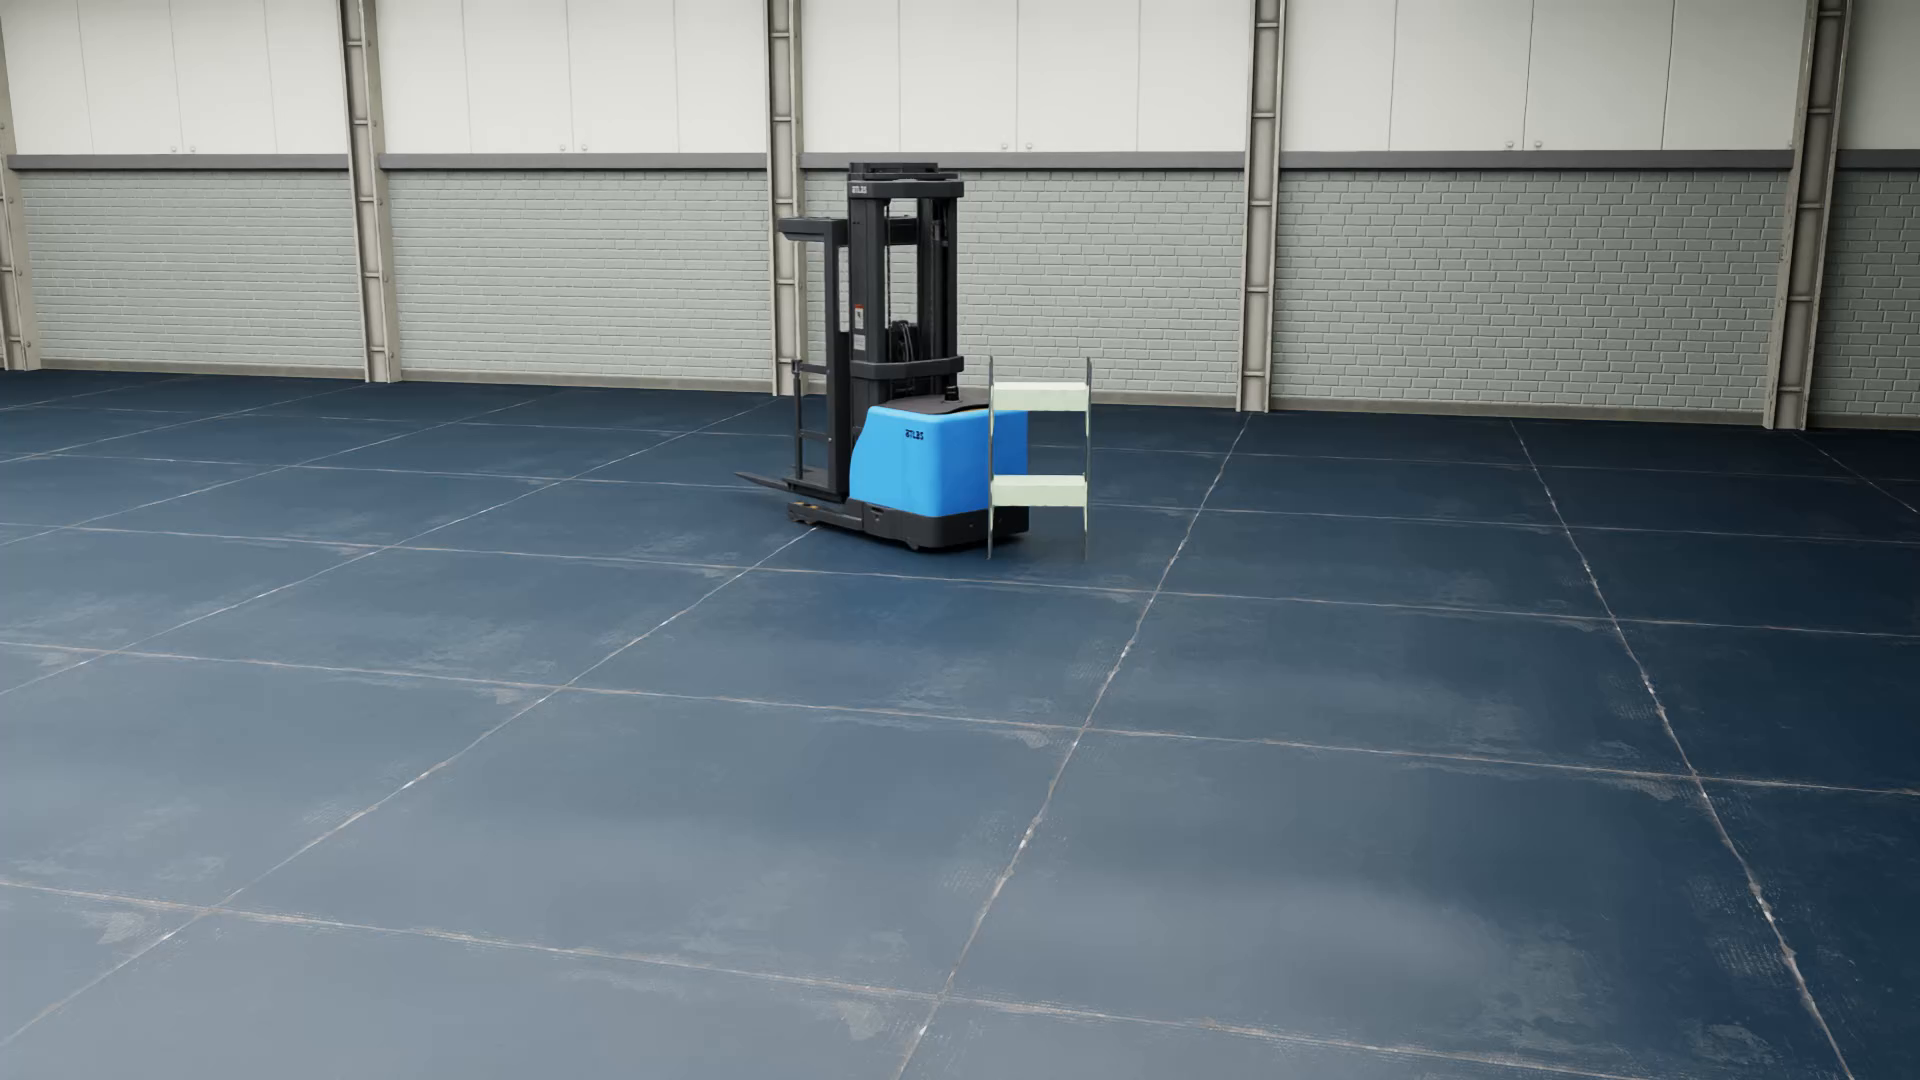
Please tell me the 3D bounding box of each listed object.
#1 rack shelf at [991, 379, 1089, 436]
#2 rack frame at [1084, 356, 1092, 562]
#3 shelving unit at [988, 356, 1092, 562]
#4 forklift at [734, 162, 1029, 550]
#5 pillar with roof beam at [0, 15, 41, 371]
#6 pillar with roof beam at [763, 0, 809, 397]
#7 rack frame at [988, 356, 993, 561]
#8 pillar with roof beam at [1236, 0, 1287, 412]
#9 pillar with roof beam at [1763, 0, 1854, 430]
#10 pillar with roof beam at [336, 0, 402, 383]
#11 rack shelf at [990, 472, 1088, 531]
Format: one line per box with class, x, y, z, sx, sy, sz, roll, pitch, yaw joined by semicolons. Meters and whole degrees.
rack shelf;0.596;-0.995;12.453;0.720;0.370;0.431;0;13;2
rack frame;0.961;-0.611;12.524;0.023;1.500;0.400;0;13;2
shelving unit;0.596;-0.614;12.537;0.755;1.500;0.431;0;13;2
forklift;-0.792;-1.613;13.739;1.130;2.935;3.031;-11;16;-39
pillar with roof beam;-14.905;-6.019;19.589;0.400;9.000;9.100;3;13;14
pillar with roof beam;-3.255;-5.397;16.782;0.400;9.000;9.100;3;13;14
rack frame;0.230;-0.617;12.550;0.023;1.500;0.400;0;13;2
pillar with roof beam;2.570;-5.085;15.379;0.400;9.000;9.100;3;13;14
pillar with roof beam;8.396;-4.774;13.975;0.400;9.000;9.100;3;13;14
pillar with roof beam;-9.080;-5.708;18.186;0.400;9.000;9.100;3;13;14
rack shelf;0.596;-0.295;12.608;0.720;0.370;0.431;0;13;2
